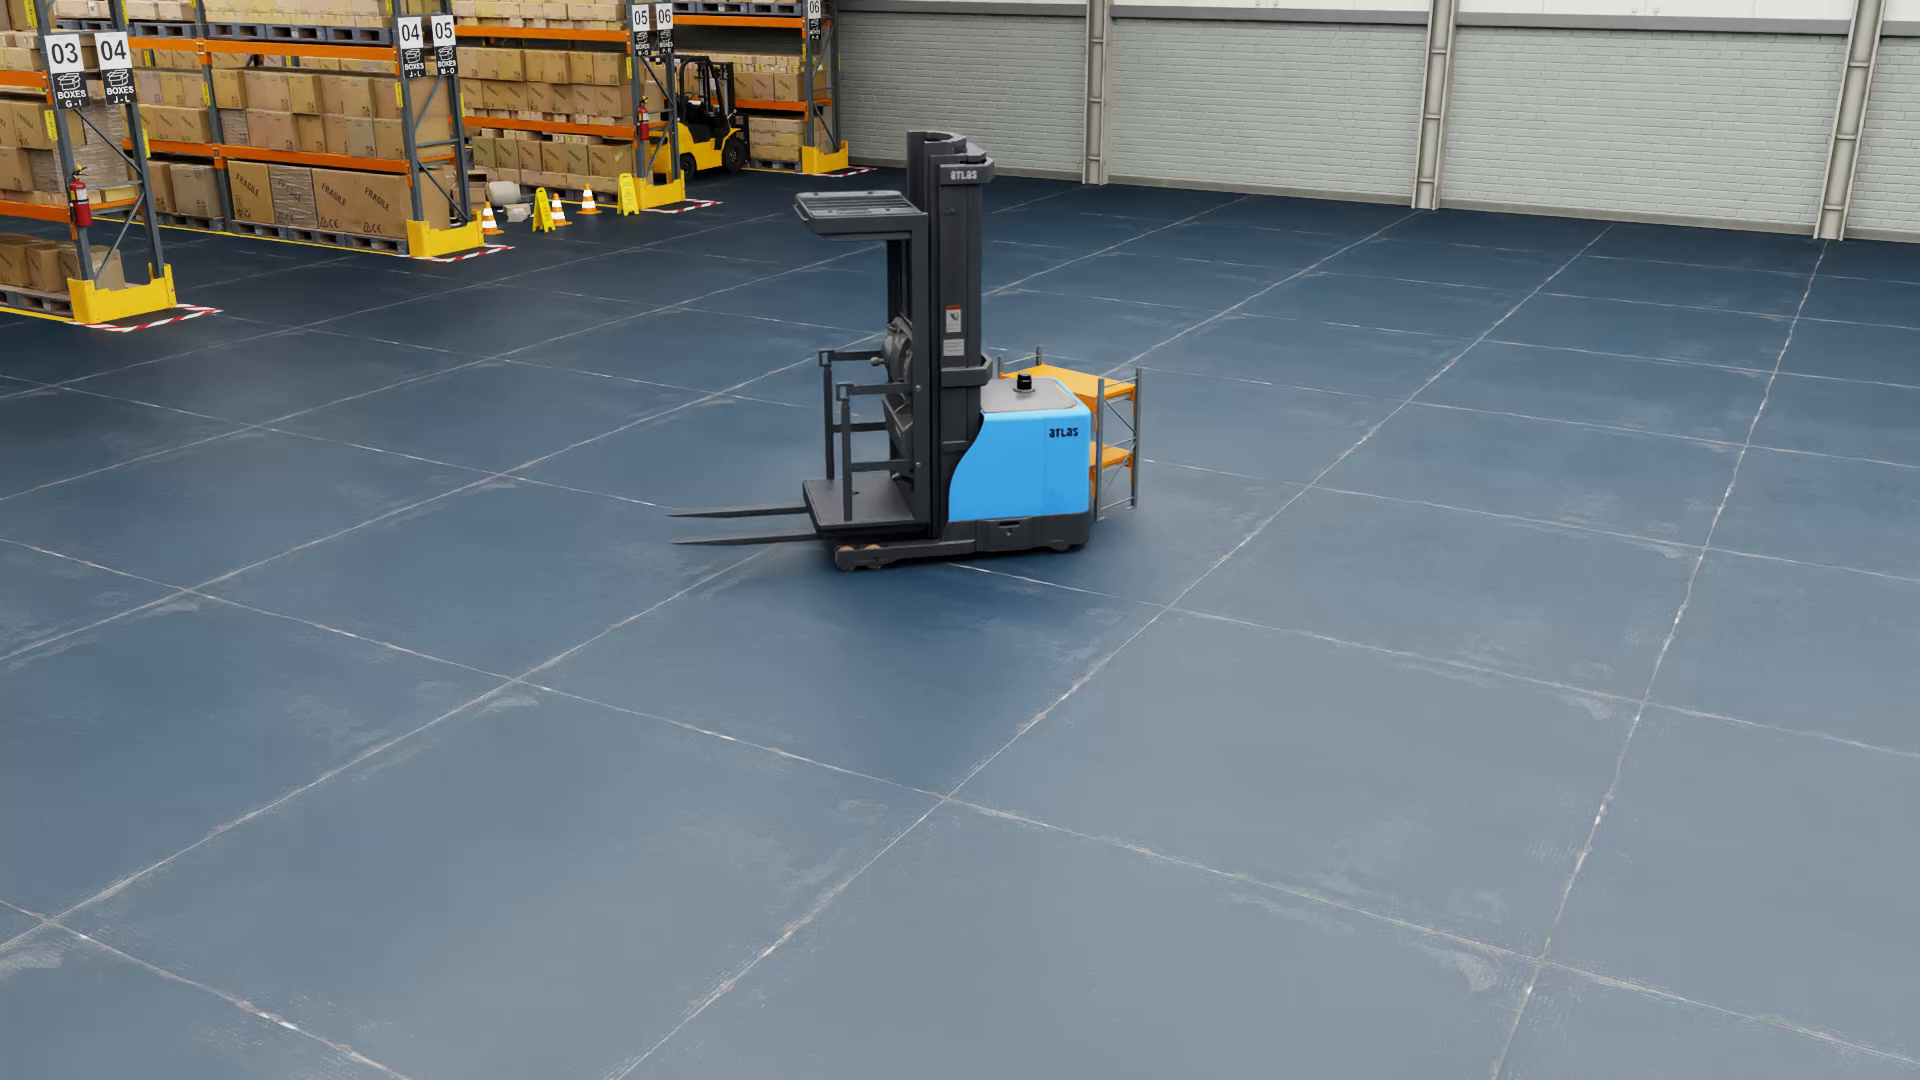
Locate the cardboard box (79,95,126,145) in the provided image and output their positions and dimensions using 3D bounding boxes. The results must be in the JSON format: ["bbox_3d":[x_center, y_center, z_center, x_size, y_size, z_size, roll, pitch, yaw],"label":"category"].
[{"bbox_3d":[-10.201,-4.924,19.491,0.500,0.500,0.500,11,23,27],"label":"cardboard box"}]

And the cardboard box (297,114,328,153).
[{"bbox_3d":[-9.094,-5.964,24.189,0.500,0.550,0.875,11,23,27],"label":"cardboard box"}]

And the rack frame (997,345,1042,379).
[{"bbox_3d":[0.478,-0.975,13.404,0.032,1.125,0.500,18,27,41],"label":"rack frame"}]

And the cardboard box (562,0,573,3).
[{"bbox_3d":[-6.304,-8.872,27.223,0.250,0.149,0.380,11,23,27],"label":"cardboard box"}]

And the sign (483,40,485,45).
[{"bbox_3d":[-9.844,-10.197,34.496,0.005,0.325,0.100,11,23,27],"label":"sign"}]

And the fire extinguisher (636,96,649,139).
[{"bbox_3d":[-5.145,-6.852,26.970,0.183,0.674,0.296,11,23,27],"label":"fire extinguisher"}]

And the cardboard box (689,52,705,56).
[{"bbox_3d":[-5.048,-9.374,32.274,0.250,0.149,0.380,10,22,26],"label":"cardboard box"}]

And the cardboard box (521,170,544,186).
[{"bbox_3d":[-7.193,-6.263,28.650,0.500,0.250,0.500,10,22,27],"label":"cardboard box"}]

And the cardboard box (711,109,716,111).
[{"bbox_3d":[-5.122,-8.459,33.236,0.500,0.250,0.500,10,22,27],"label":"cardboard box"}]

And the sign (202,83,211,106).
[{"bbox_3d":[-11.095,-6.563,24.478,0.005,0.325,0.100,11,23,27],"label":"sign"}]

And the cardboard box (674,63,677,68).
[{"bbox_3d":[-5.477,-9.331,32.593,0.250,0.149,0.380,11,23,27],"label":"cardboard box"}]

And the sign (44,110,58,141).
[{"bbox_3d":[-10.142,-4.625,18.556,0.005,0.325,0.100,11,23,27],"label":"sign"}]

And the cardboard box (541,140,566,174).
[{"bbox_3d":[-6.742,-6.529,28.283,0.500,0.500,0.500,10,22,26],"label":"cardboard box"}]

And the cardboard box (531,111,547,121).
[{"bbox_3d":[-7.048,-7.195,28.169,0.250,0.149,0.380,11,23,27],"label":"cardboard box"}]

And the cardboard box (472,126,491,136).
[{"bbox_3d":[-10.061,-8.882,35.502,0.500,0.500,0.500,12,23,29],"label":"cardboard box"}]

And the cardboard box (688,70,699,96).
[{"bbox_3d":[-4.930,-8.918,32.405,0.500,0.500,0.500,11,22,27],"label":"cardboard box"}]

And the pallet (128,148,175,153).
[{"bbox_3d":[-16.123,-7.879,33.777,1.213,0.211,1.003,11,23,27],"label":"pallet"}]

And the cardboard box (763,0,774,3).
[{"bbox_3d":[-3.475,-10.107,31.036,0.250,0.149,0.380,10,22,26],"label":"cardboard box"}]

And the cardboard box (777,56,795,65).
[{"bbox_3d":[-3.249,-9.043,31.363,0.250,0.149,0.380,11,23,27],"label":"cardboard box"}]

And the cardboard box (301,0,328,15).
[{"bbox_3d":[-8.784,-7.444,23.109,0.500,0.250,0.500,11,22,27],"label":"cardboard box"}]

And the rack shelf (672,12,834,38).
[{"bbox_3d":[-4.349,-9.928,31.990,4.000,0.370,1.077,11,23,27],"label":"rack shelf"}]

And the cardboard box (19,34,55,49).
[{"bbox_3d":[-10.248,-5.575,18.571,0.250,0.149,0.380,11,23,27],"label":"cardboard box"}]

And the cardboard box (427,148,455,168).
[{"bbox_3d":[-9.601,-6.877,30.163,0.625,0.372,0.950,12,23,31],"label":"cardboard box"}]

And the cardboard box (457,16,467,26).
[{"bbox_3d":[-8.359,-8.876,28.404,0.250,0.149,0.380,10,22,26],"label":"cardboard box"}]

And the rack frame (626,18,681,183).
[{"bbox_3d":[-5.021,-7.045,27.387,0.127,3.000,1.000,11,23,27],"label":"rack frame"}]

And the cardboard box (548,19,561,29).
[{"bbox_3d":[-6.573,-8.534,27.462,0.250,0.149,0.380,10,22,26],"label":"cardboard box"}]

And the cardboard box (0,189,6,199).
[{"bbox_3d":[-11.302,-4.165,19.818,0.250,0.149,0.380,11,23,27],"label":"cardboard box"}]

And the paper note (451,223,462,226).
[{"bbox_3d":[-7.851,-4.917,25.878,0.144,0.017,0.142,-16,26,-38],"label":"paper note"}]

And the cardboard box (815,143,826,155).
[{"bbox_3d":[-2.937,-7.568,32.245,0.500,0.250,0.500,11,23,28],"label":"cardboard box"}]

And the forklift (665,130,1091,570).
[{"bbox_3d":[-0.624,-1.359,11.812,3.031,2.935,1.130,-4,20,-11],"label":"forklift"}]

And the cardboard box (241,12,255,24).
[{"bbox_3d":[-10.024,-7.468,23.761,0.250,0.149,0.380,10,22,26],"label":"cardboard box"}]

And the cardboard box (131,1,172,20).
[{"bbox_3d":[-12.024,-7.943,24.923,0.500,0.250,0.500,11,22,27],"label":"cardboard box"}]

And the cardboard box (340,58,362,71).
[{"bbox_3d":[-10.800,-8.445,30.048,0.500,0.500,0.500,11,23,28],"label":"cardboard box"}]

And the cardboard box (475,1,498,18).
[{"bbox_3d":[-7.807,-8.952,28.029,0.500,0.250,0.500,11,22,27],"label":"cardboard box"}]

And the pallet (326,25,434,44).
[{"bbox_3d":[-7.999,-7.043,23.113,1.213,0.211,1.003,11,23,27],"label":"pallet"}]

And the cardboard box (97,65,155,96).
[{"bbox_3d":[-13.052,-7.156,26.080,0.500,0.500,0.700,10,22,26],"label":"cardboard box"}]

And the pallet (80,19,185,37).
[{"bbox_3d":[-12.765,-7.930,25.705,1.213,0.211,1.003,12,23,30],"label":"pallet"}]

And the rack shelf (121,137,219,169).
[{"bbox_3d":[-12.585,-6.214,26.152,4.000,0.370,1.077,11,23,27],"label":"rack shelf"}]

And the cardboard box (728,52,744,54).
[{"bbox_3d":[-4.361,-9.443,32.464,0.250,0.149,0.380,12,23,29],"label":"cardboard box"}]

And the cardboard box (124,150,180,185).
[{"bbox_3d":[-13.078,-5.752,26.507,0.750,0.750,1.050,11,23,28],"label":"cardboard box"}]

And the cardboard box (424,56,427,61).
[{"bbox_3d":[-9.634,-8.519,29.302,0.250,0.149,0.380,10,22,26],"label":"cardboard box"}]

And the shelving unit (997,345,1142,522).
[{"bbox_3d":[0.845,-0.855,13.073,1.048,1.125,0.538,18,27,41],"label":"shelving unit"}]

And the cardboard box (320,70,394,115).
[{"bbox_3d":[-8.599,-6.403,23.815,0.550,0.550,0.875,11,23,27],"label":"cardboard box"}]

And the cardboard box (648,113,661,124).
[{"bbox_3d":[-5.216,-7.045,27.755,0.250,0.149,0.380,11,23,28],"label":"cardboard box"}]

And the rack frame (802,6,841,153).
[{"bbox_3d":[-2.603,-8.523,31.462,0.127,3.000,1.000,11,23,27],"label":"rack frame"}]

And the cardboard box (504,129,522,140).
[{"bbox_3d":[-7.600,-6.970,28.547,0.250,0.149,0.380,12,23,29],"label":"cardboard box"}]

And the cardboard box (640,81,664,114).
[{"bbox_3d":[-5.299,-7.393,27.764,0.500,0.500,0.500,10,22,26],"label":"cardboard box"}]

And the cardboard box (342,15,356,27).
[{"bbox_3d":[-8.246,-7.130,22.829,0.250,0.149,0.380,11,23,28],"label":"cardboard box"}]

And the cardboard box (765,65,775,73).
[{"bbox_3d":[-3.477,-8.944,31.526,0.250,0.149,0.380,11,23,28],"label":"cardboard box"}]

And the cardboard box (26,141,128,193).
[{"bbox_3d":[-10.320,-4.381,19.461,0.500,0.500,0.875,11,23,27],"label":"cardboard box"}]

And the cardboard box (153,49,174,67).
[{"bbox_3d":[-15.253,-9.399,32.263,0.500,0.500,0.500,11,23,28],"label":"cardboard box"}]

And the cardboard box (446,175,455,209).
[{"bbox_3d":[-8.609,-5.626,26.939,0.503,0.637,0.797,11,23,27],"label":"cardboard box"}]

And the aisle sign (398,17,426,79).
[{"bbox_3d":[-7.431,-6.675,22.556,0.004,0.787,0.394,11,23,27],"label":"aisle sign"}]
